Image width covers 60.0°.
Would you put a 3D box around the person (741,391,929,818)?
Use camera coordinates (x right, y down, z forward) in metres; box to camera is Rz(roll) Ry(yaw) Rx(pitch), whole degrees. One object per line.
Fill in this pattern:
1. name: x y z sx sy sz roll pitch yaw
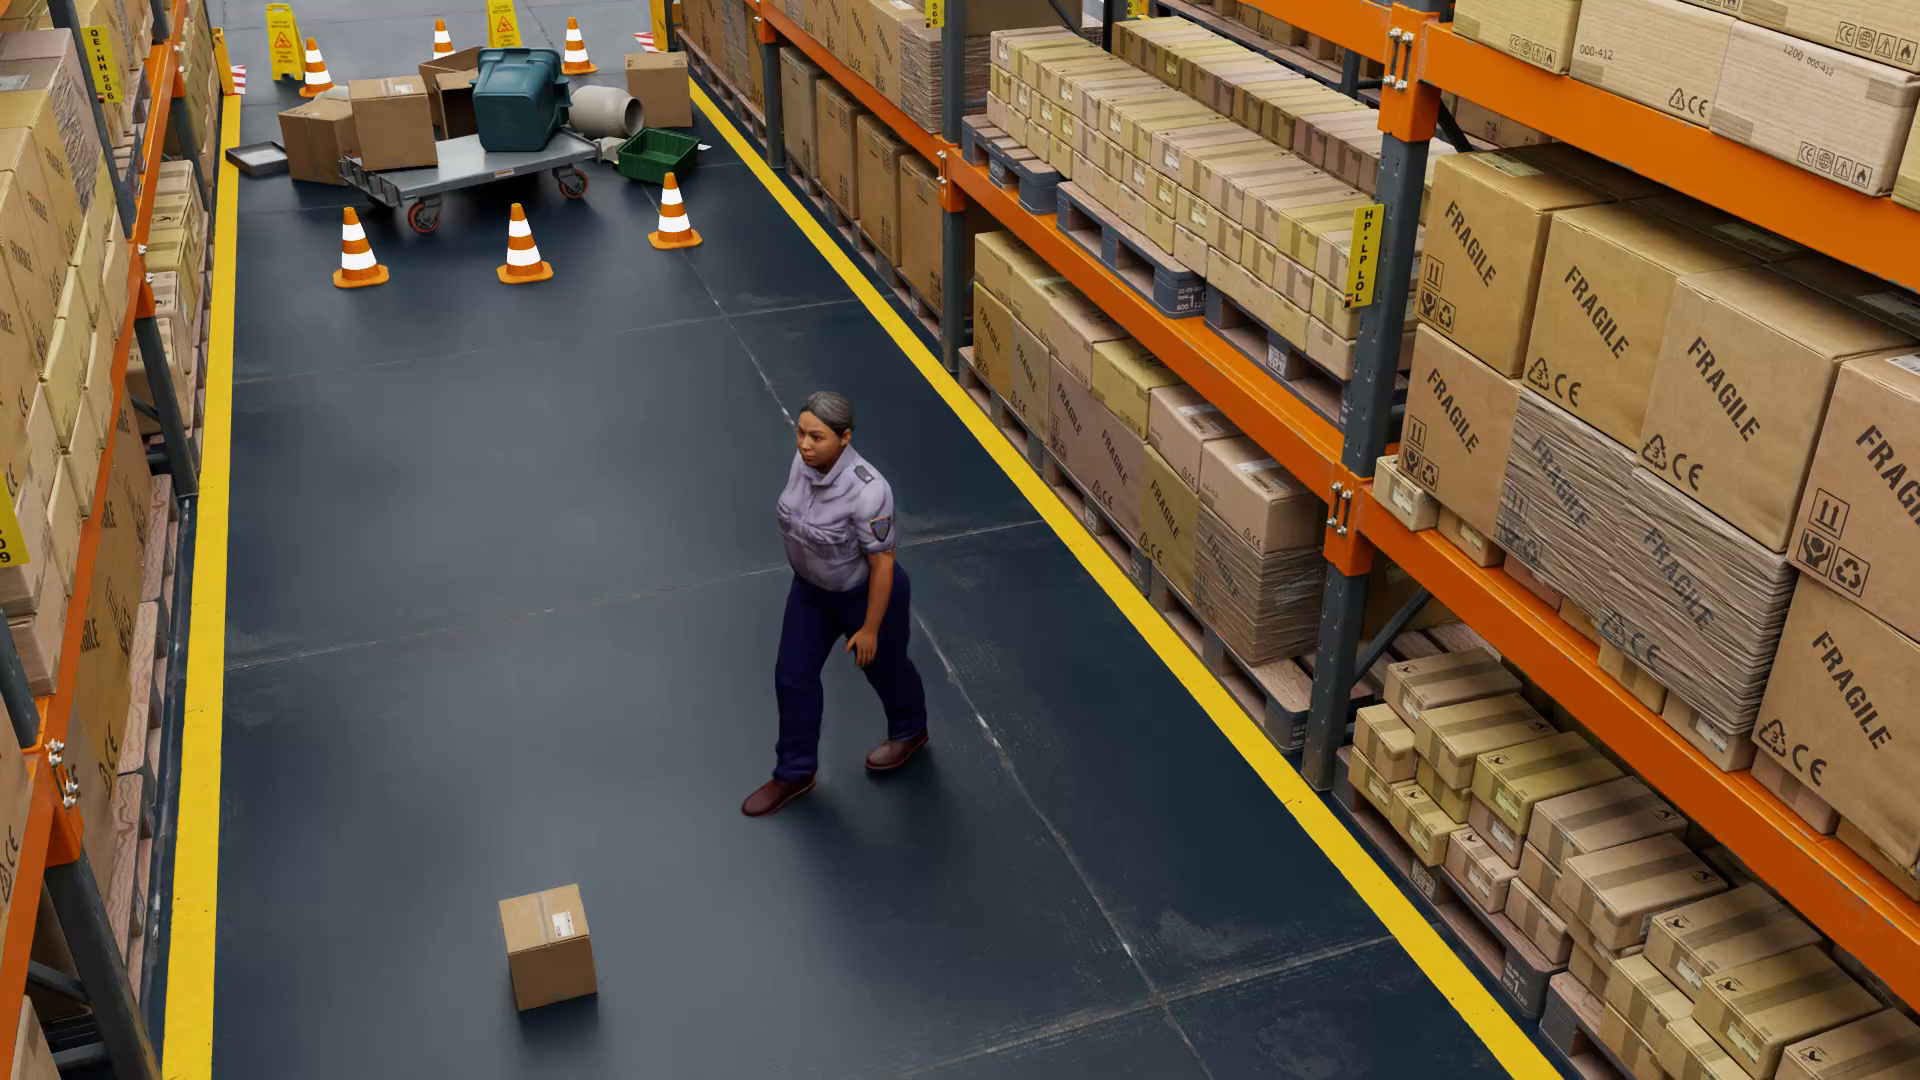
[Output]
1. person: -0.399 0.219 5.787 0.505 1.654 0.754 23 37 34
